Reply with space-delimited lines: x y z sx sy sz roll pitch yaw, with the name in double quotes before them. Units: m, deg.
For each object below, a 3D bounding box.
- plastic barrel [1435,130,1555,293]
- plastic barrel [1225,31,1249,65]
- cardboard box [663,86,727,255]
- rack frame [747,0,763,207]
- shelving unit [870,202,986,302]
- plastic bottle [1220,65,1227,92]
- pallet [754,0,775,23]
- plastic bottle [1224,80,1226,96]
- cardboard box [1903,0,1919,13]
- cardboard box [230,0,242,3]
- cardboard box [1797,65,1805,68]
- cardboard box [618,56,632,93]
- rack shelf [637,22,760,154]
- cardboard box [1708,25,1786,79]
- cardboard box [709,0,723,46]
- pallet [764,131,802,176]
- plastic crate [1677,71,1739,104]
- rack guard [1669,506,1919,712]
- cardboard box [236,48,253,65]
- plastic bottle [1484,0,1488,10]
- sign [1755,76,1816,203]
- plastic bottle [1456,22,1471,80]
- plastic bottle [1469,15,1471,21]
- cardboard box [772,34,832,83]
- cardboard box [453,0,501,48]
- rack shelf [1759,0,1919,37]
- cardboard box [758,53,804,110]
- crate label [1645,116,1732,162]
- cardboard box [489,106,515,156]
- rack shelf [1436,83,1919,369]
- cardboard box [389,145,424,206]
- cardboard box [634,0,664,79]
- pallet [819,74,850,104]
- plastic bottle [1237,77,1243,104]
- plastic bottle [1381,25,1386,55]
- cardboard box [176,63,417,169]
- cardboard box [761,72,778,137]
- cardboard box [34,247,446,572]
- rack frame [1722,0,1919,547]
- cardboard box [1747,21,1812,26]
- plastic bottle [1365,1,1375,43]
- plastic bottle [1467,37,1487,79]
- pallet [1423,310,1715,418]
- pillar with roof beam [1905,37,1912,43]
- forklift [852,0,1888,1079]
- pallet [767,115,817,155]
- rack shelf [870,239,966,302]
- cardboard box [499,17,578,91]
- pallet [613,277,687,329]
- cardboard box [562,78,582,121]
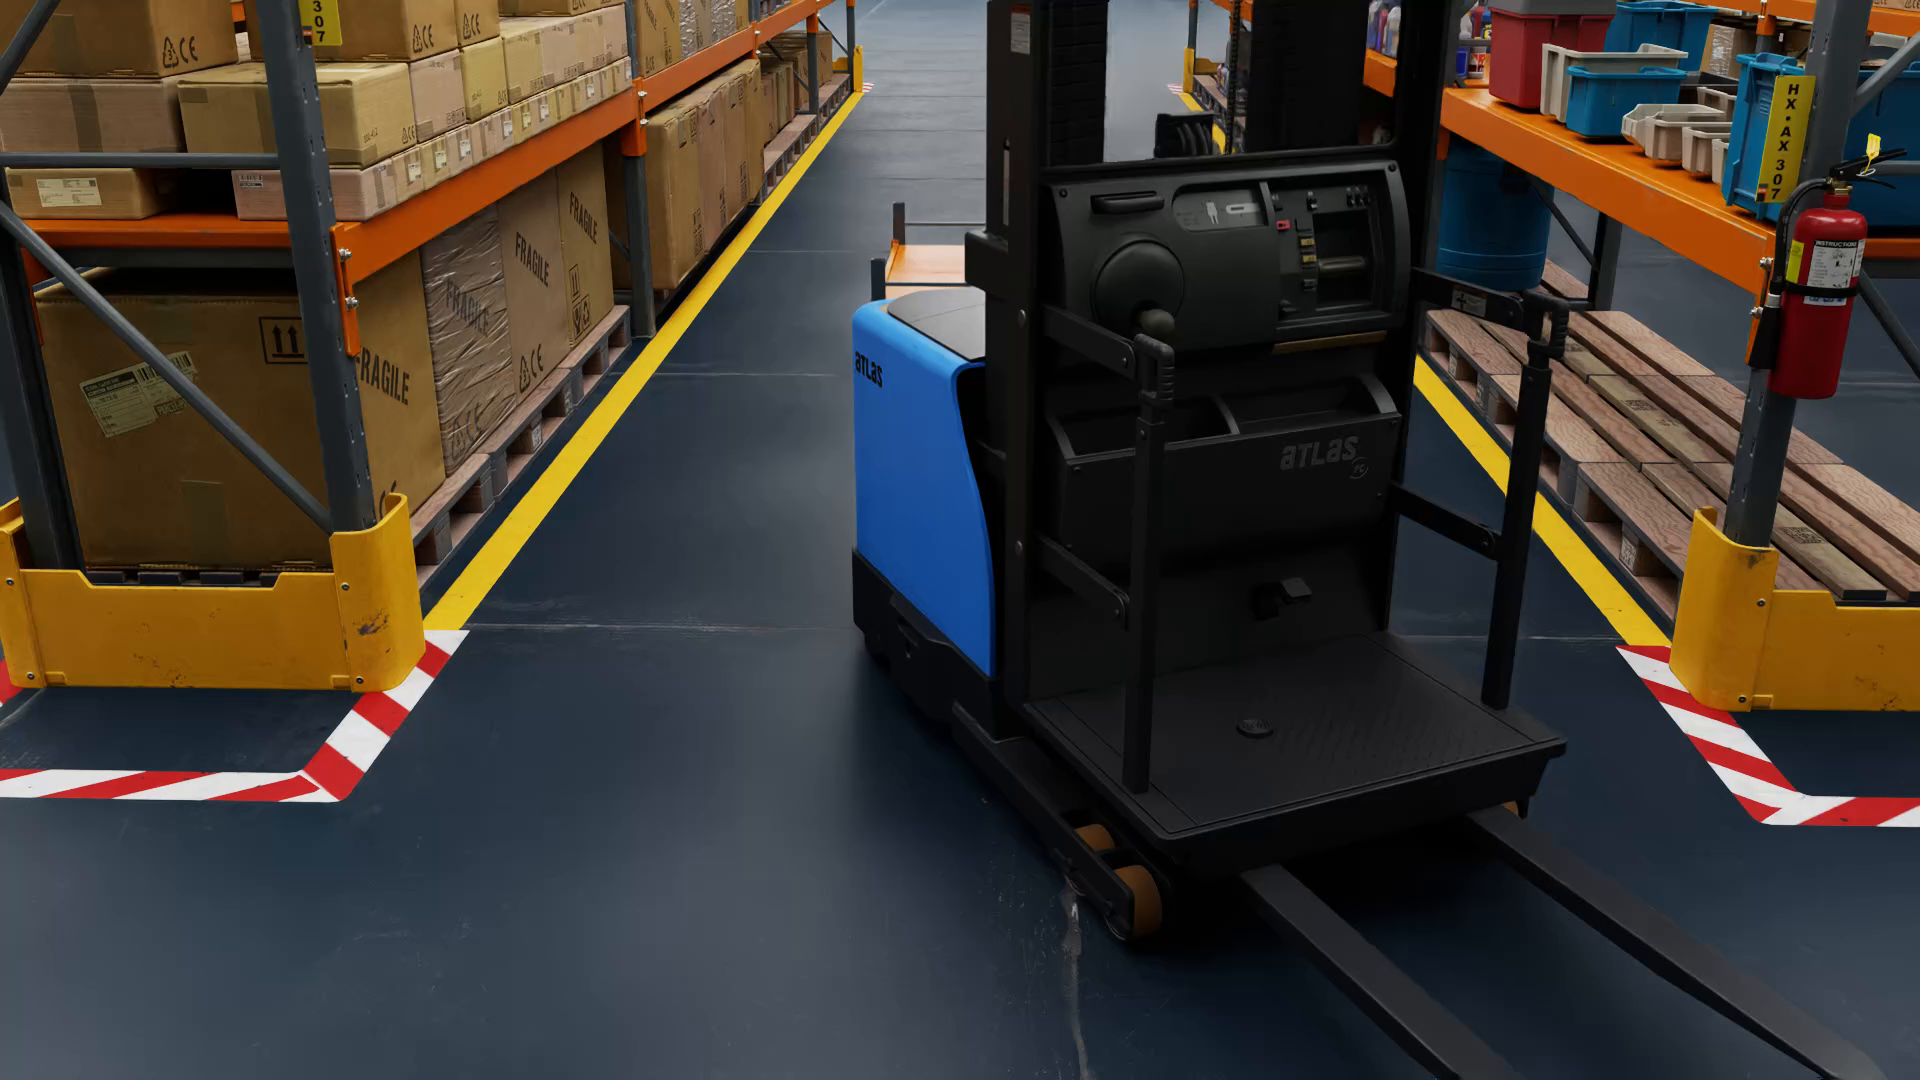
"plastic barrel" 2.869 -1.833 8.926 0.600 0.901 0.708 1 21 2
"plastic barrel" 3.257 -5.555 19.057 0.421 0.512 0.421 0 21 0
"cardboard box" -2.090 -2.233 9.994 1.225 0.875 0.875 0 21 0
"rack frame" -1.994 -3.919 11.984 1.000 3.000 0.127 1 21 2
"shelving unit" -0.011 -0.531 5.842 0.538 1.125 1.048 1 21 2
"plastic bottle" 2.823 -4.915 17.712 0.097 0.271 0.097 0 21 0
"pallet" -2.079 -4.089 12.686 1.213 0.211 1.003 1 21 2
"plastic bottle" 2.811 -4.736 17.348 0.097 0.201 0.097 0 21 0
"cardboard box" 7.943 -4.463 13.245 0.500 0.500 0.500 0 21 -1
"cardboard box" -6.606 -4.946 14.492 0.500 0.500 0.500 1 21 2
"cardboard box" 7.748 -4.103 14.902 0.500 0.311 0.500 0 21 1
"cardboard box" -1.797 -2.242 8.008 0.380 0.149 0.250 1 21 2
"rack shelf" -2.055 -2.861 10.250 1.077 0.370 4.000 1 21 2
"cardboard box" 7.852 -4.870 16.616 0.500 0.500 0.500 1 21 2
"cardboard box" -1.795 -3.417 10.550 0.500 0.500 0.500 0 21 0
"pallet" -1.929 -3.342 14.350 1.003 0.211 1.213 1 21 2
"plastic crate" 3.070 -1.911 7.104 0.437 0.125 0.590 1 21 2
"rack guard" 2.726 0.202 4.818 1.175 0.500 0.348 1 21 2
"cardboard box" -2.471 -1.457 5.434 0.500 0.250 0.500 0 21 1
"plastic bottle" 3.290 -3.221 10.251 0.144 0.351 0.185 1 21 2
"sign" 2.163 -1.049 4.359 0.100 0.325 0.005 1 21 2
"plastic bottle" 2.524 -2.507 8.515 0.152 0.276 0.135 1 21 2
"plastic bottle" 3.327 -3.320 10.715 0.097 0.201 0.097 0 21 0
"cardboard box" -1.770 -5.400 18.675 0.500 0.500 0.500 6 22 16
"cardboard box" -1.928 -1.984 5.755 0.500 0.500 0.500 0 21 0
"rack shelf" 7.969 -4.197 13.693 1.077 0.370 4.000 1 21 2
"cardboard box" -1.820 -4.540 16.459 0.500 0.500 0.500 0 21 0
"crate label" 2.565 -1.380 5.720 0.396 0.136 0.243 1 21 2
"cardboard box" -1.860 -1.499 6.094 0.380 0.149 0.250 0 21 1
"rack shelf" 2.774 -1.360 6.382 1.077 0.370 4.000 1 21 2
"cardboard box" -1.890 -1.127 5.135 0.380 0.149 0.250 0 21 1
"cardboard box" -1.852 -2.683 8.660 0.500 0.500 0.500 1 21 2
"pallet" -1.813 -5.191 19.116 1.003 0.211 1.213 1 21 2
"plastic bottle" 2.764 -4.428 16.440 0.061 0.283 0.133 2 21 4
"plastic bottle" 2.538 -2.961 9.789 0.097 0.201 0.097 0 21 0
"cardboard box" -1.953 -1.266 4.942 0.500 0.250 0.500 0 21 0
"cardboard box" -1.962 -3.809 14.547 0.700 0.500 0.500 -1 21 -3
"cardboard box" -2.298 -0.464 5.436 0.875 0.875 0.875 1 21 2
"rack frame" 2.714 -0.972 4.388 1.000 3.000 0.127 1 21 2
"cardboard box" 8.387 -5.045 17.068 0.500 0.500 0.500 1 21 2
"plastic bottle" 2.555 -3.193 10.289 0.097 0.271 0.097 0 21 0
"plastic bottle" 2.649 -2.478 8.542 0.097 0.201 0.097 0 21 0
"pallet" 2.852 -0.852 7.934 1.003 0.211 1.213 1 21 2
"pillar with roof beam" 9.826 -11.400 22.968 9.100 9.000 0.400 1 21 2
"forklift" 0.727 -0.648 3.647 1.130 2.935 3.031 -9 23 -22
"pallet" -1.894 -3.784 15.490 1.003 0.211 1.213 1 21 2
"rack shelf" -0.011 -0.804 5.736 0.538 0.278 1.000 1 21 2
"cardboard box" -1.895 -2.008 6.853 0.500 0.250 0.500 1 21 3
"pallet" -2.167 -1.453 9.482 1.003 0.211 1.213 1 21 2
"cardboard box" -1.828 -1.870 7.049 0.380 0.149 0.250 1 21 3
